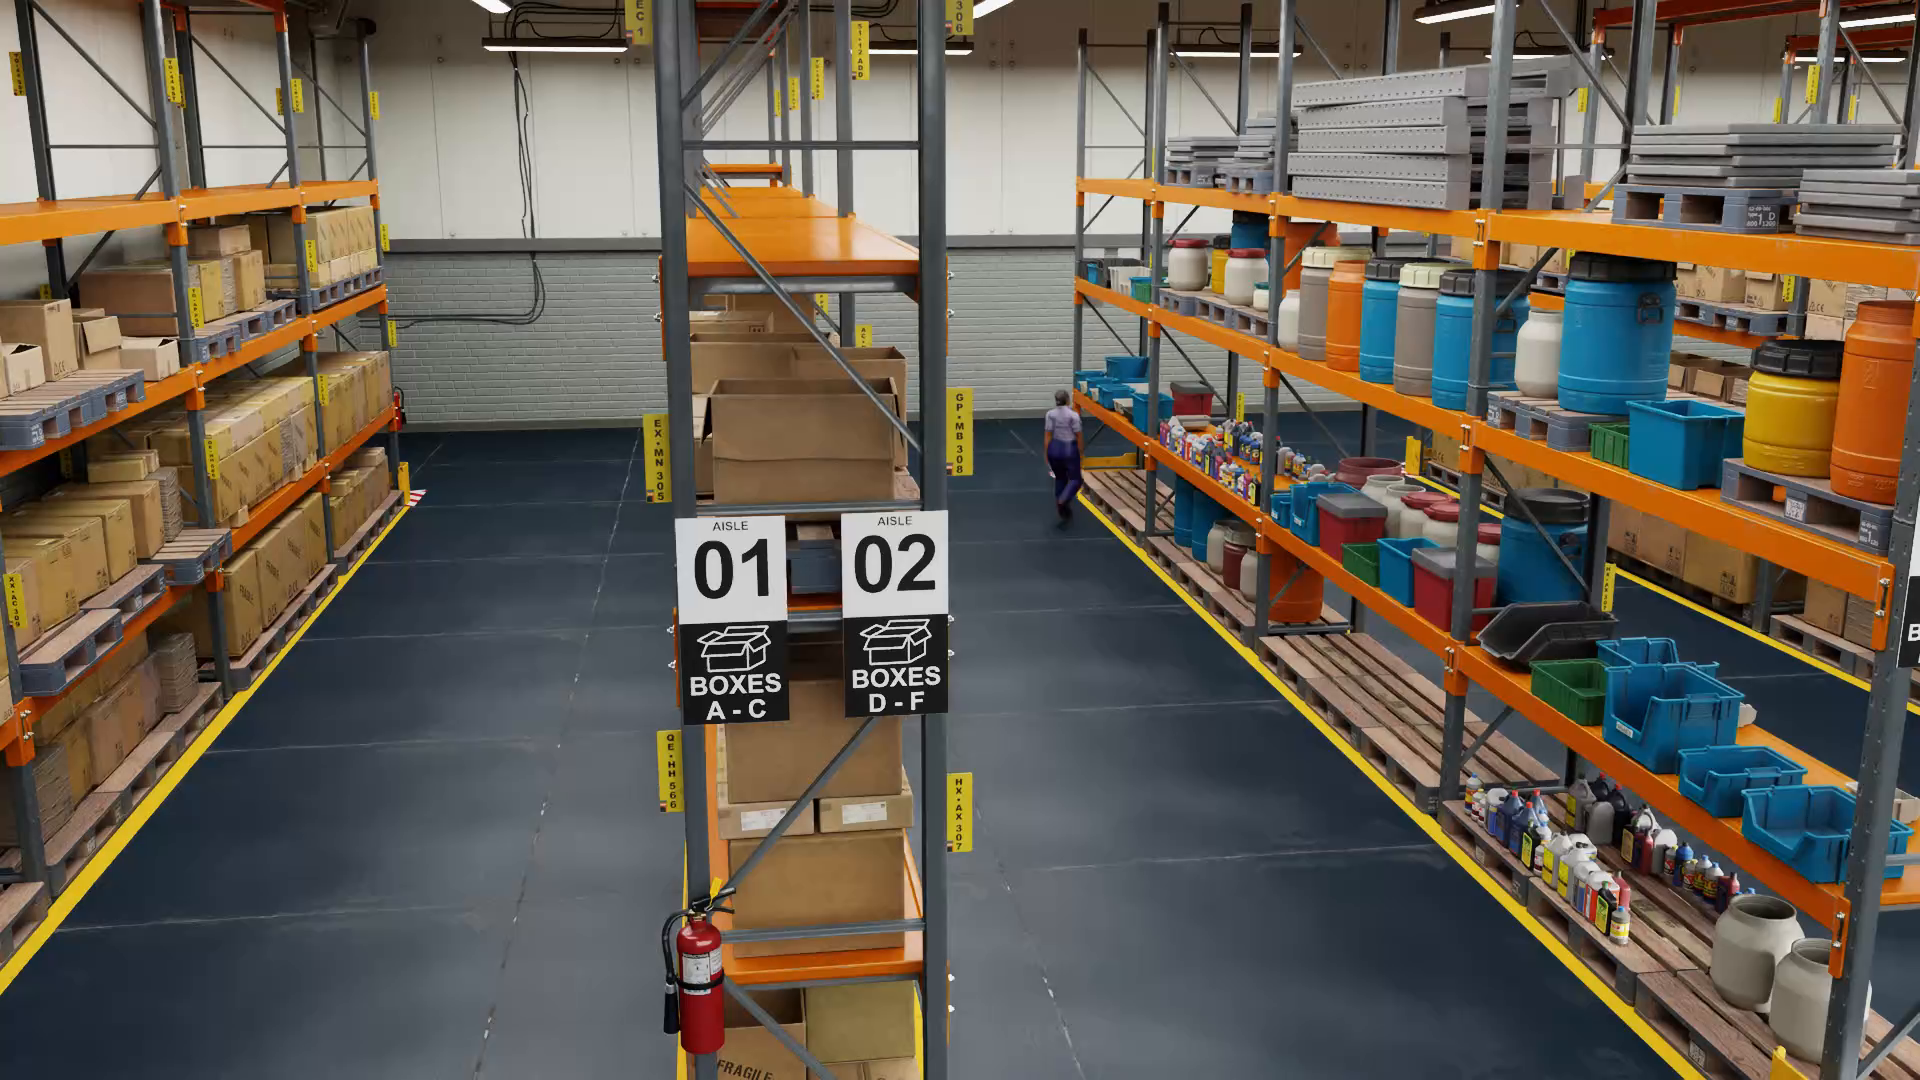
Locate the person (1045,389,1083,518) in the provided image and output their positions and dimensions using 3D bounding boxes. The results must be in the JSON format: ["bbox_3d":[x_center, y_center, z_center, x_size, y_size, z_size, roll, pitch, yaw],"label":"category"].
[{"bbox_3d":[1.277,-1.058,20.472,0.486,1.613,0.757,6,15,25],"label":"person"}]
